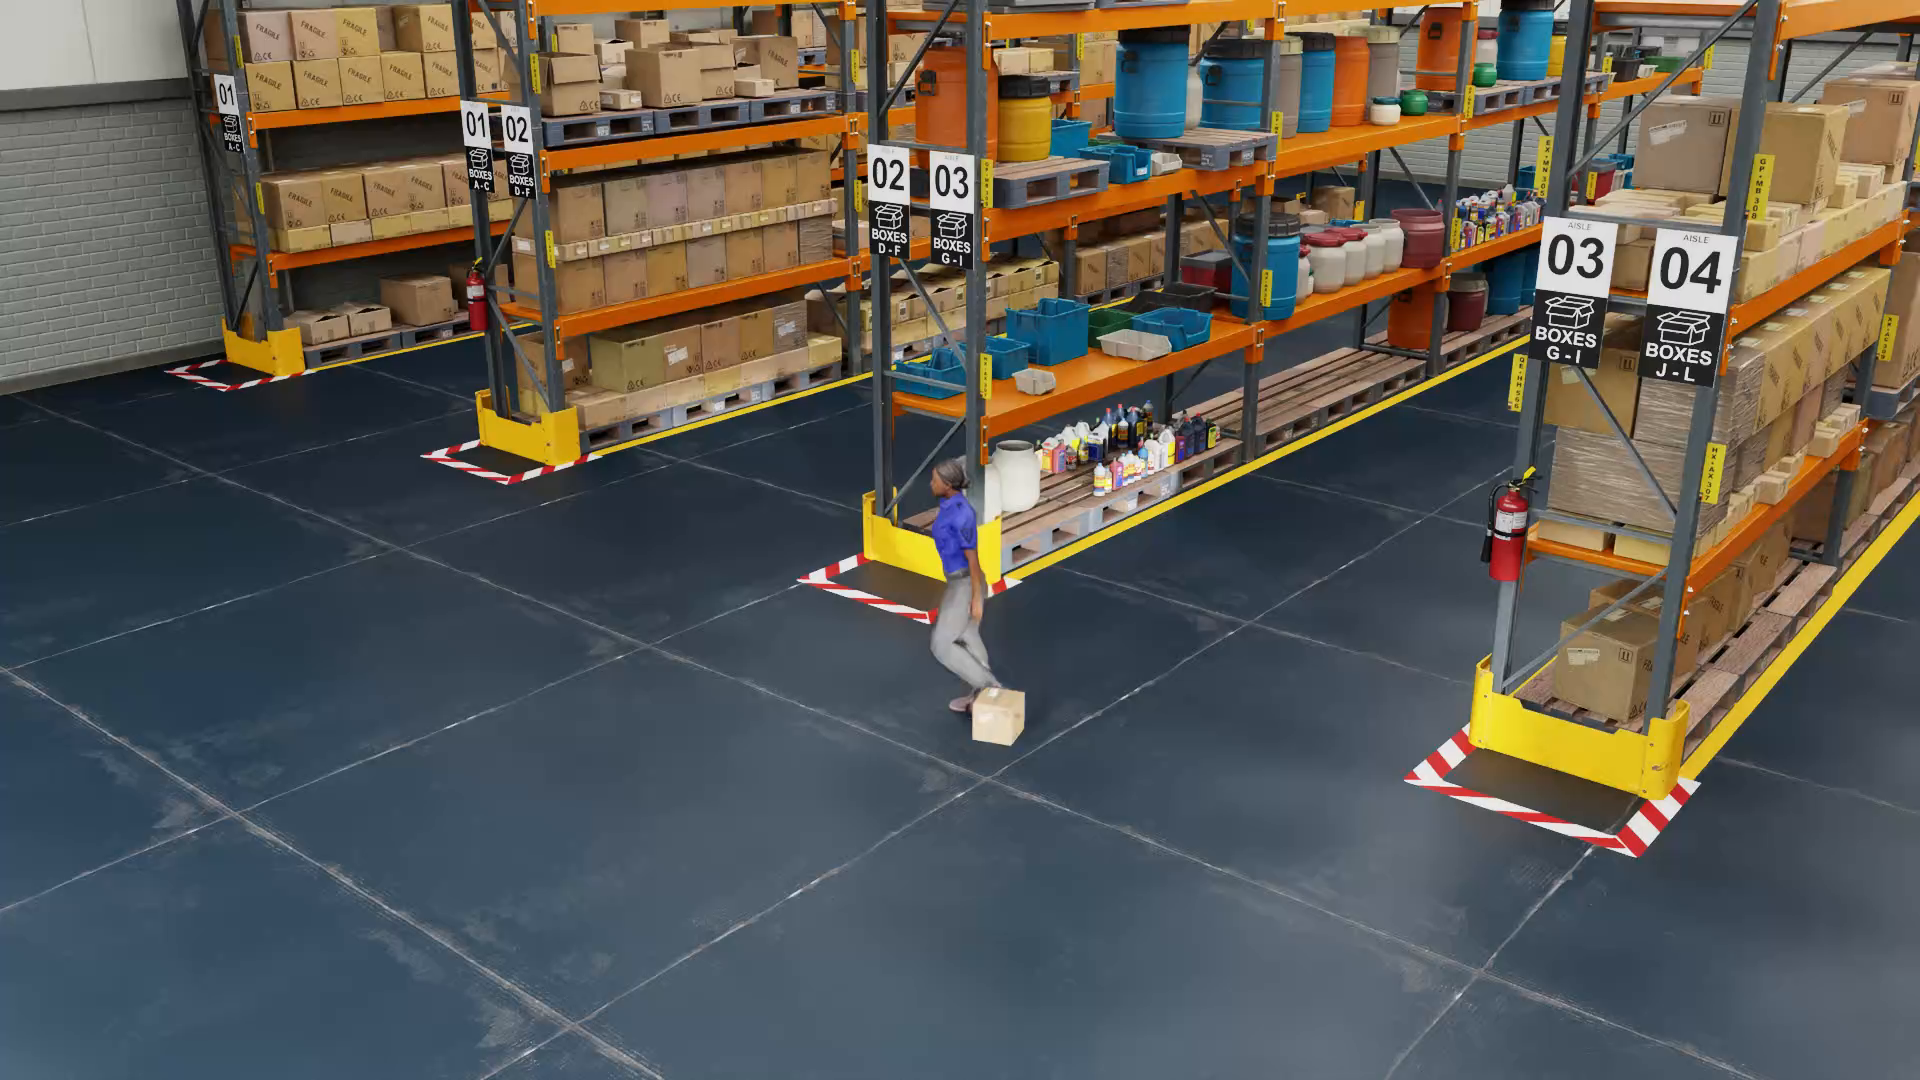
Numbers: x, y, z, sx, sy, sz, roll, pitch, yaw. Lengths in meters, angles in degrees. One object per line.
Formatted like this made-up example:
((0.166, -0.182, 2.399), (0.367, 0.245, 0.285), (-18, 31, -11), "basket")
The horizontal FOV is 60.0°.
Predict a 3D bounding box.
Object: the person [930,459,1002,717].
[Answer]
((0.029, 0.300, 10.241), (0.454, 1.646, 0.502), (-2, 20, -4), "person")
